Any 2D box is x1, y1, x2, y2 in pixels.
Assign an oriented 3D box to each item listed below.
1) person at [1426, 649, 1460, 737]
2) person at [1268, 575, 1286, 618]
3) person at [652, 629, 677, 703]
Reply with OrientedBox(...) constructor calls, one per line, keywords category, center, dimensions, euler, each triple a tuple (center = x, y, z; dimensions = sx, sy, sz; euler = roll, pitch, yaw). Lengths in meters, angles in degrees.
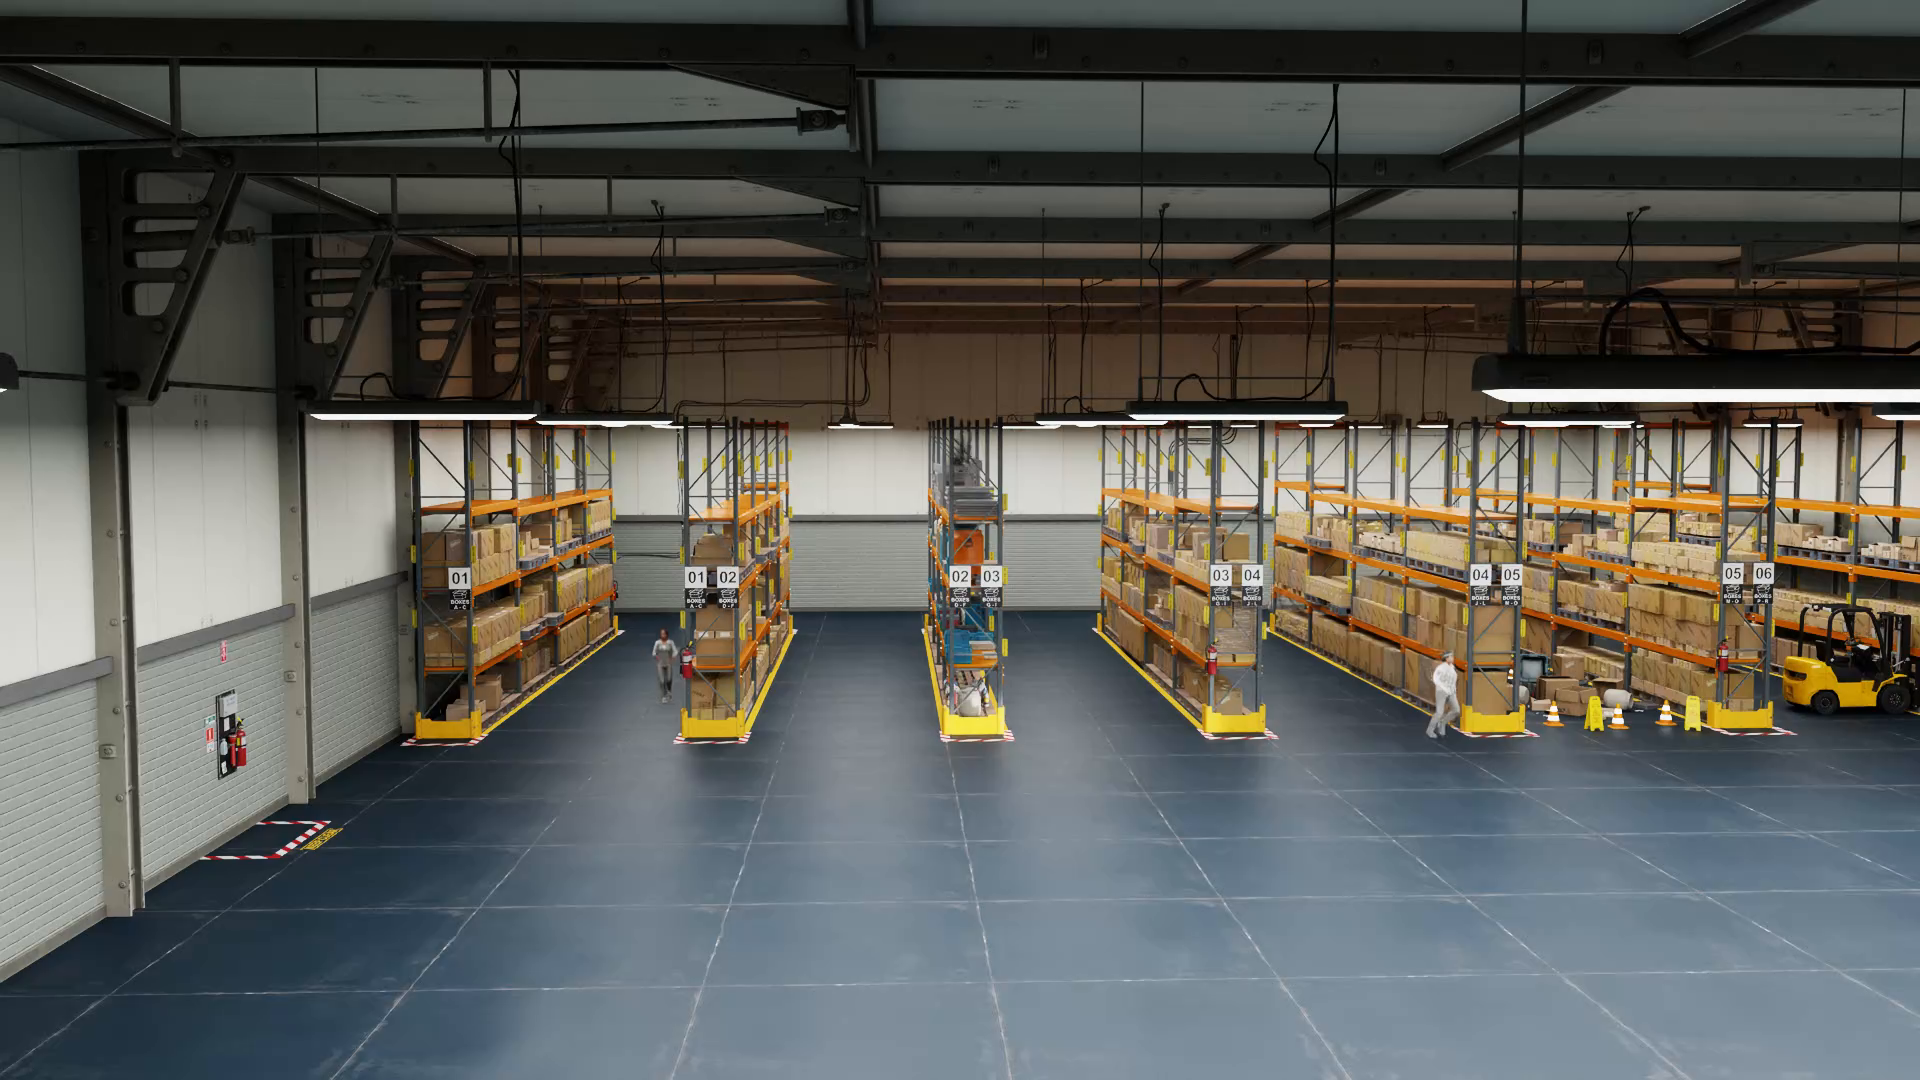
OrientedBox(category="person", center=(9.129, 2.865, 31.155), dimensions=(0.676, 1.636, 0.567), euler=(-2, 4, -30))
OrientedBox(category="person", center=(9.381, 1.732, 49.114), dimensions=(0.521, 1.574, 0.721), euler=(0, 4, 1))
OrientedBox(category="person", center=(-6.216, 2.654, 34.999), dimensions=(0.526, 1.556, 0.536), euler=(-1, 4, -8))
